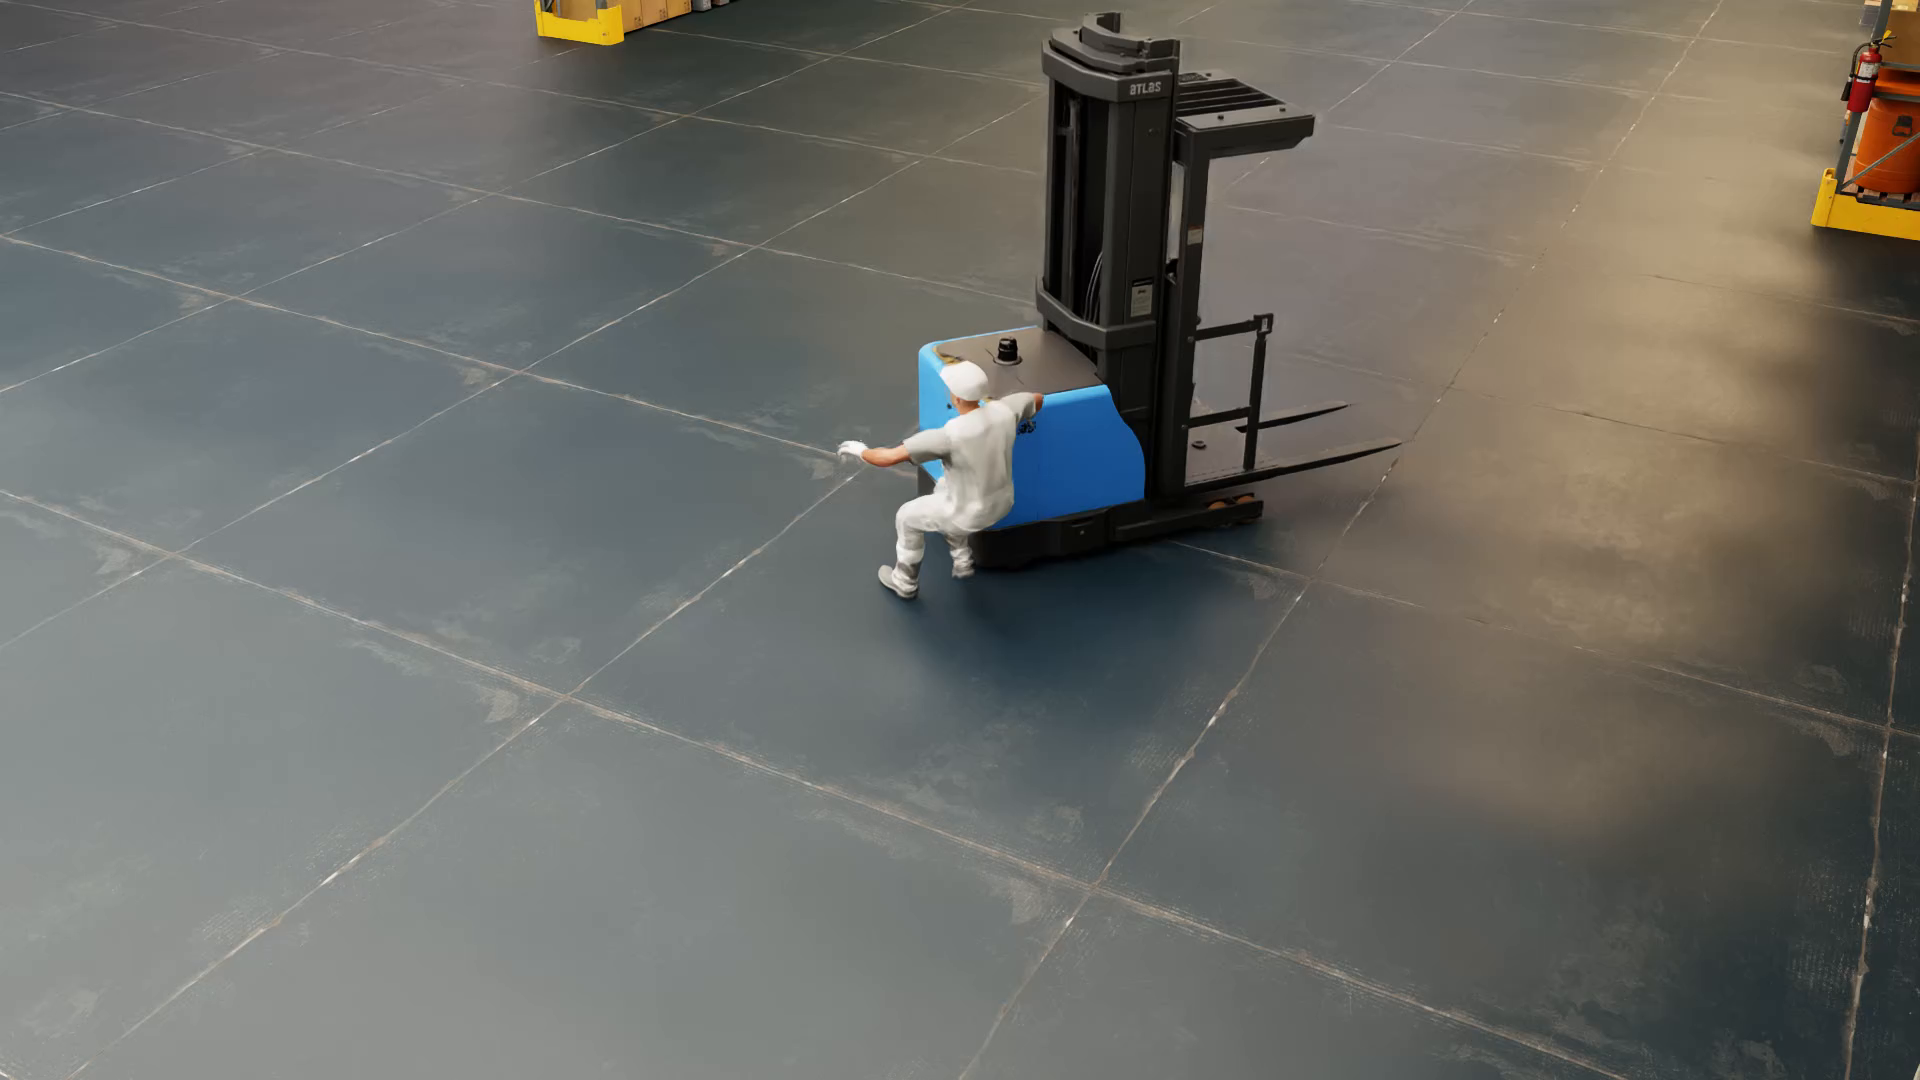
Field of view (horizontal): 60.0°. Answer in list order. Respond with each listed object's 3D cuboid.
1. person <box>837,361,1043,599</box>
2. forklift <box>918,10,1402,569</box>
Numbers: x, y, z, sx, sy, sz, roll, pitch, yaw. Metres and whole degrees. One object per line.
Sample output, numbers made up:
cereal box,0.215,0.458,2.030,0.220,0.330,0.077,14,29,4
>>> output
person,-0.073,-0.340,9.043,1.133,1.564,0.860,-25,38,-36
forklift,1.307,-1.565,9.783,3.031,2.935,1.130,-12,32,-19
